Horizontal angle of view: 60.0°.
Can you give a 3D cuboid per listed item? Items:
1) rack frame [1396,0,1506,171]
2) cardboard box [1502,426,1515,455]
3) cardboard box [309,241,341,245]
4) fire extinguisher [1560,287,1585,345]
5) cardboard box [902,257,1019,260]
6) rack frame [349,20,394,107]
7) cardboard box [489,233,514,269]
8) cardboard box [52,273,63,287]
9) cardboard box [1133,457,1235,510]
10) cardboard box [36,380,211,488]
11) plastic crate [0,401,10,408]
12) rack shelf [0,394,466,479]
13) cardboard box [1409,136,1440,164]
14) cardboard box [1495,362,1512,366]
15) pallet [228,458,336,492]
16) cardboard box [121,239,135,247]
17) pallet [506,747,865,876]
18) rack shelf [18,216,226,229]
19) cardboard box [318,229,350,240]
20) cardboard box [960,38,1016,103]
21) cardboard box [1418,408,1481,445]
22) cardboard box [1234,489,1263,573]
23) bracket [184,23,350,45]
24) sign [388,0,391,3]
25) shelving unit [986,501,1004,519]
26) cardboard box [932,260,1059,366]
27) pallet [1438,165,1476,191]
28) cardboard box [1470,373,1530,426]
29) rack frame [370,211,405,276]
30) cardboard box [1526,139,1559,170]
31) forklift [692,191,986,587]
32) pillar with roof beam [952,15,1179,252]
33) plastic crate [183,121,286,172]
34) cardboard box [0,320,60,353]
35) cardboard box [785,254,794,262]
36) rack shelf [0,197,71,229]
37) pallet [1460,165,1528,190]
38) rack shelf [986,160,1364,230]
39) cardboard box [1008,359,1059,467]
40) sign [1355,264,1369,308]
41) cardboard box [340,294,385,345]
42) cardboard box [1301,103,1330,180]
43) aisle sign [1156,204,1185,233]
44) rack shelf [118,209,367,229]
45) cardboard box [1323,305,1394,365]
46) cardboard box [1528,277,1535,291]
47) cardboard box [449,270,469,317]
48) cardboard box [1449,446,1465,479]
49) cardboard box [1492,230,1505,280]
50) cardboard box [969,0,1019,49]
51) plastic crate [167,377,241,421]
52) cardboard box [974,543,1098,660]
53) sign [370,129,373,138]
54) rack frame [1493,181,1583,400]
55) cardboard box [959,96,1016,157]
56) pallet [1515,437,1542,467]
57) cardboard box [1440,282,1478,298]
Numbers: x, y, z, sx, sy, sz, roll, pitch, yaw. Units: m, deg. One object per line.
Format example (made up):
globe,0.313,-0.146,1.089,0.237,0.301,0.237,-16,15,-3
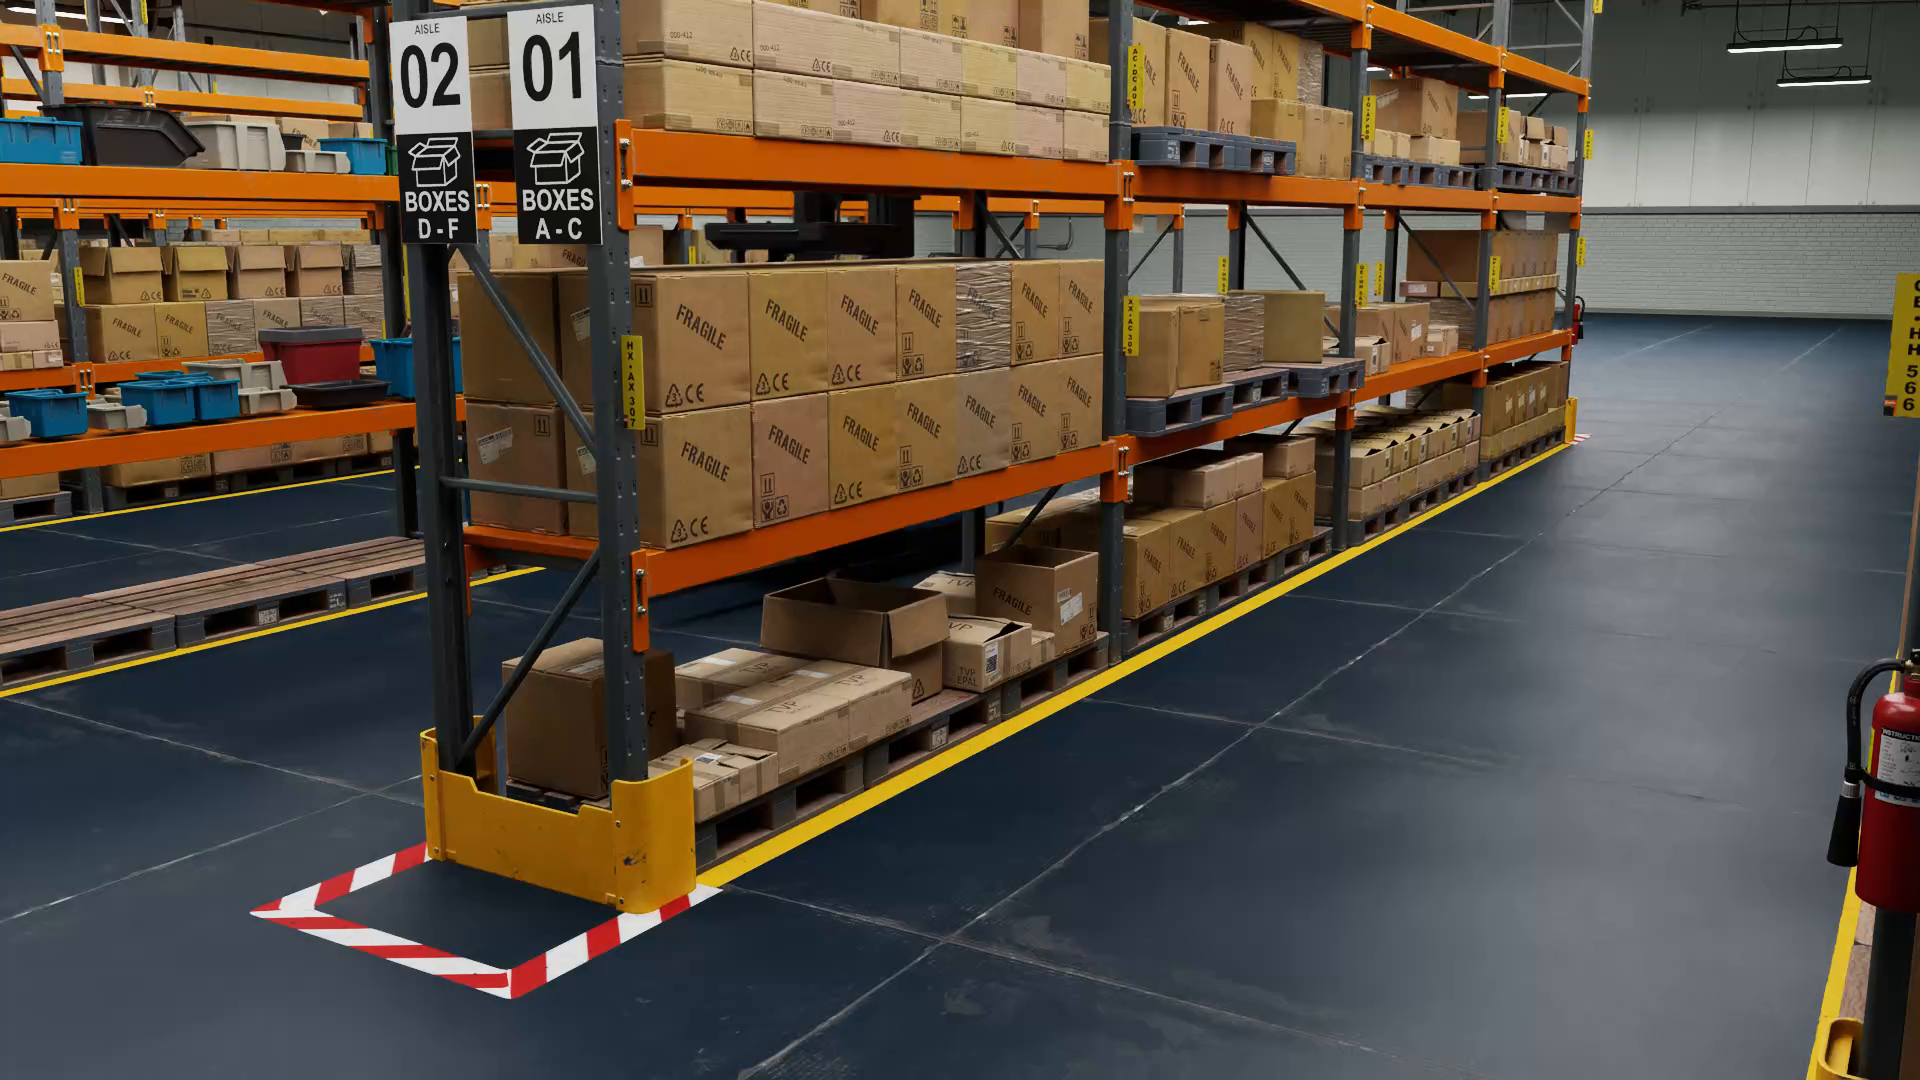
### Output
rack frame,4.625,-5.010,15.677,1.000,3.000,0.127,6,12,31
cardboard box,5.389,-1.039,17.096,0.500,0.250,0.500,6,12,31
cardboard box,-8.807,-3.800,22.525,0.700,0.500,0.500,6,12,31
fire extinguisher,7.160,-2.627,19.459,0.296,0.674,0.183,6,12,31
cardboard box,-0.014,-1.297,9.155,0.500,0.500,0.500,7,13,32
rack frame,-10.233,-7.533,29.153,1.000,3.000,0.127,6,12,31
cardboard box,-7.222,-4.327,24.988,0.875,0.550,0.550,6,12,31
cardboard box,-10.370,-3.001,19.171,0.380,0.149,0.250,7,13,32
cardboard box,1.450,-0.370,10.751,0.500,0.250,0.500,6,12,31
cardboard box,-7.678,-1.015,15.272,1.225,0.875,0.875,6,12,31
plastic crate,-5.405,-0.738,9.711,0.396,0.136,0.243,6,12,31
rack shelf,-4.799,-0.609,10.426,1.077,0.370,4.000,6,12,31
cardboard box,4.014,-3.486,14.953,0.500,0.250,0.500,5,12,25
cardboard box,5.975,-1.772,18.977,0.500,0.500,0.500,6,12,31
pallet,-7.025,-0.701,16.539,1.003,0.211,1.213,6,12,31
cardboard box,-12.703,-4.472,25.121,0.380,0.149,0.250,6,12,29
pallet,-1.153,1.059,7.139,1.003,0.211,1.213,6,12,31
rack shelf,-15.516,-5.864,30.345,1.077,0.370,4.000,6,12,31
cardboard box,-10.758,-5.001,28.134,0.700,0.500,0.500,6,12,30
cardboard box,-0.073,-2.191,7.816,0.500,0.250,0.500,6,12,31
cardboard box,4.659,-1.101,15.905,0.500,0.311,0.500,6,12,31
cardboard box,1.727,-0.086,11.274,0.500,0.500,0.500,6,12,29
bracket,-13.744,-10.192,33.573,0.076,0.066,4.783,6,12,31
sign,-2.069,-2.140,6.091,0.100,0.325,0.005,6,12,31
shelving unit,0.040,-1.033,13.183,0.431,2.100,0.503,8,13,36
cardboard box,0.166,-1.159,8.419,0.500,0.500,0.500,6,12,30
pallet,4.178,-3.302,15.223,0.805,0.209,1.217,6,12,28
cardboard box,5.652,-1.485,17.444,0.500,0.500,0.500,6,12,31
rack frame,-5.917,-2.379,17.927,1.000,3.000,0.127,6,12,31
cardboard box,6.040,-4.103,17.701,0.500,0.311,0.500,8,13,37
forklift,-1.077,-1.187,11.742,1.130,2.935,3.031,8,13,36
pillar with roof beam,3.646,-12.290,54.563,9.100,9.000,0.548,6,12,31
plastic crate,-4.422,-2.383,10.118,0.437,0.282,0.530,6,12,31
cardboard box,-7.998,-1.728,14.049,0.500,0.250,0.500,6,12,30
cardboard box,-2.621,-3.979,22.674,0.500,0.500,0.500,6,12,31
rack shelf,-9.032,-2.557,12.677,1.077,0.370,4.000,6,12,31
pallet,5.045,-3.629,16.691,1.003,0.211,1.213,6,12,31
rack shelf,1.510,-2.239,10.979,1.077,0.370,4.000,6,12,31
cardboard box,0.165,-0.668,8.515,0.500,0.500,0.500,7,13,32
sign,3.017,-1.912,12.501,0.100,0.325,0.005,6,12,31
cardboard box,-6.225,-2.249,16.961,0.500,0.500,0.500,6,12,30
cardboard box,2.086,-2.804,11.771,0.910,0.500,0.500,6,12,31
aisle sign,2.761,-4.425,21.790,0.394,0.787,0.004,6,12,31
rack shelf,-9.065,-4.305,22.014,1.077,0.370,4.000,6,12,31
cardboard box,3.405,-1.747,14.278,0.500,0.500,0.500,6,12,28
cardboard box,5.995,-2.777,18.014,0.380,0.149,0.250,7,13,32
cardboard box,-5.670,-2.724,18.353,0.500,0.500,0.500,5,12,24
cardboard box,4.393,-0.744,15.523,0.500,0.250,0.500,6,12,30
cardboard box,5.111,-2.898,16.902,0.700,0.500,0.500,6,12,31
cardboard box,-0.129,-2.673,8.356,0.700,0.500,0.500,6,12,31
plastic crate,-4.588,-0.857,10.087,0.416,0.233,0.300,6,12,31
cardboard box,0.418,0.326,9.075,0.500,0.500,0.500,6,12,31
sign,-4.229,-2.809,12.045,0.100,0.325,0.005,6,12,31
rack frame,6.701,-2.691,19.589,1.000,3.000,0.127,6,12,31
cardboard box,-0.075,-1.945,7.863,0.500,0.250,0.500,6,12,31
pallet,5.706,-1.005,18.161,1.003,0.211,1.213,6,12,31
cardboard box,4.930,-2.453,16.287,0.380,0.149,0.250,6,12,31
